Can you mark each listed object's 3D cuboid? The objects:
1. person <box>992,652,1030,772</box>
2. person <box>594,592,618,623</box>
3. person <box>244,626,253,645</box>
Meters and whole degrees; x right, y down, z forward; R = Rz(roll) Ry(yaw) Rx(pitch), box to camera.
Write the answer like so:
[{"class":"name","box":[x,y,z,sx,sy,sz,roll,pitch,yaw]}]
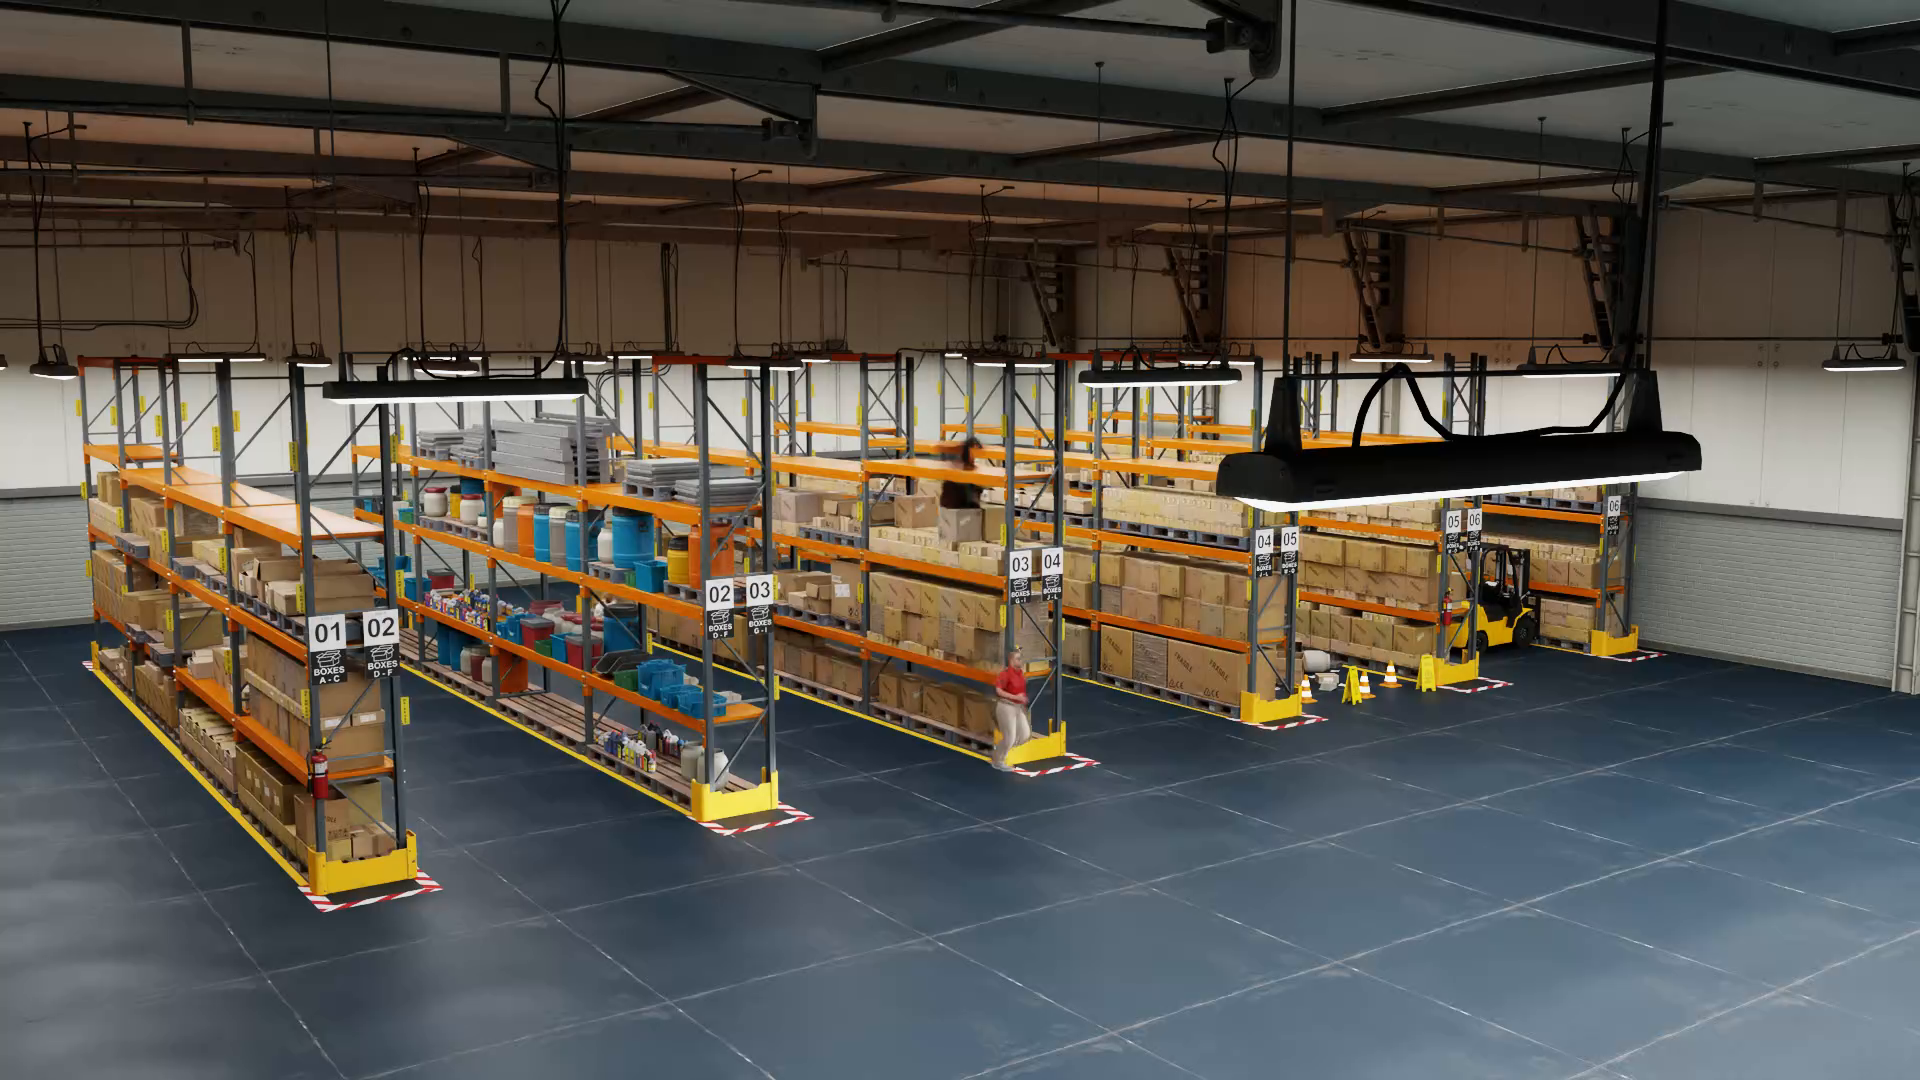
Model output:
[{"class":"person","box":[0.774,2.409,23.484,0.627,1.673,0.677,5,8,33]},{"class":"person","box":[-6.618,1.733,31.222,0.612,1.709,0.896,-5,9,-37]},{"class":"person","box":[-13.996,1.581,32.423,0.791,1.698,0.628,6,9,42]}]
